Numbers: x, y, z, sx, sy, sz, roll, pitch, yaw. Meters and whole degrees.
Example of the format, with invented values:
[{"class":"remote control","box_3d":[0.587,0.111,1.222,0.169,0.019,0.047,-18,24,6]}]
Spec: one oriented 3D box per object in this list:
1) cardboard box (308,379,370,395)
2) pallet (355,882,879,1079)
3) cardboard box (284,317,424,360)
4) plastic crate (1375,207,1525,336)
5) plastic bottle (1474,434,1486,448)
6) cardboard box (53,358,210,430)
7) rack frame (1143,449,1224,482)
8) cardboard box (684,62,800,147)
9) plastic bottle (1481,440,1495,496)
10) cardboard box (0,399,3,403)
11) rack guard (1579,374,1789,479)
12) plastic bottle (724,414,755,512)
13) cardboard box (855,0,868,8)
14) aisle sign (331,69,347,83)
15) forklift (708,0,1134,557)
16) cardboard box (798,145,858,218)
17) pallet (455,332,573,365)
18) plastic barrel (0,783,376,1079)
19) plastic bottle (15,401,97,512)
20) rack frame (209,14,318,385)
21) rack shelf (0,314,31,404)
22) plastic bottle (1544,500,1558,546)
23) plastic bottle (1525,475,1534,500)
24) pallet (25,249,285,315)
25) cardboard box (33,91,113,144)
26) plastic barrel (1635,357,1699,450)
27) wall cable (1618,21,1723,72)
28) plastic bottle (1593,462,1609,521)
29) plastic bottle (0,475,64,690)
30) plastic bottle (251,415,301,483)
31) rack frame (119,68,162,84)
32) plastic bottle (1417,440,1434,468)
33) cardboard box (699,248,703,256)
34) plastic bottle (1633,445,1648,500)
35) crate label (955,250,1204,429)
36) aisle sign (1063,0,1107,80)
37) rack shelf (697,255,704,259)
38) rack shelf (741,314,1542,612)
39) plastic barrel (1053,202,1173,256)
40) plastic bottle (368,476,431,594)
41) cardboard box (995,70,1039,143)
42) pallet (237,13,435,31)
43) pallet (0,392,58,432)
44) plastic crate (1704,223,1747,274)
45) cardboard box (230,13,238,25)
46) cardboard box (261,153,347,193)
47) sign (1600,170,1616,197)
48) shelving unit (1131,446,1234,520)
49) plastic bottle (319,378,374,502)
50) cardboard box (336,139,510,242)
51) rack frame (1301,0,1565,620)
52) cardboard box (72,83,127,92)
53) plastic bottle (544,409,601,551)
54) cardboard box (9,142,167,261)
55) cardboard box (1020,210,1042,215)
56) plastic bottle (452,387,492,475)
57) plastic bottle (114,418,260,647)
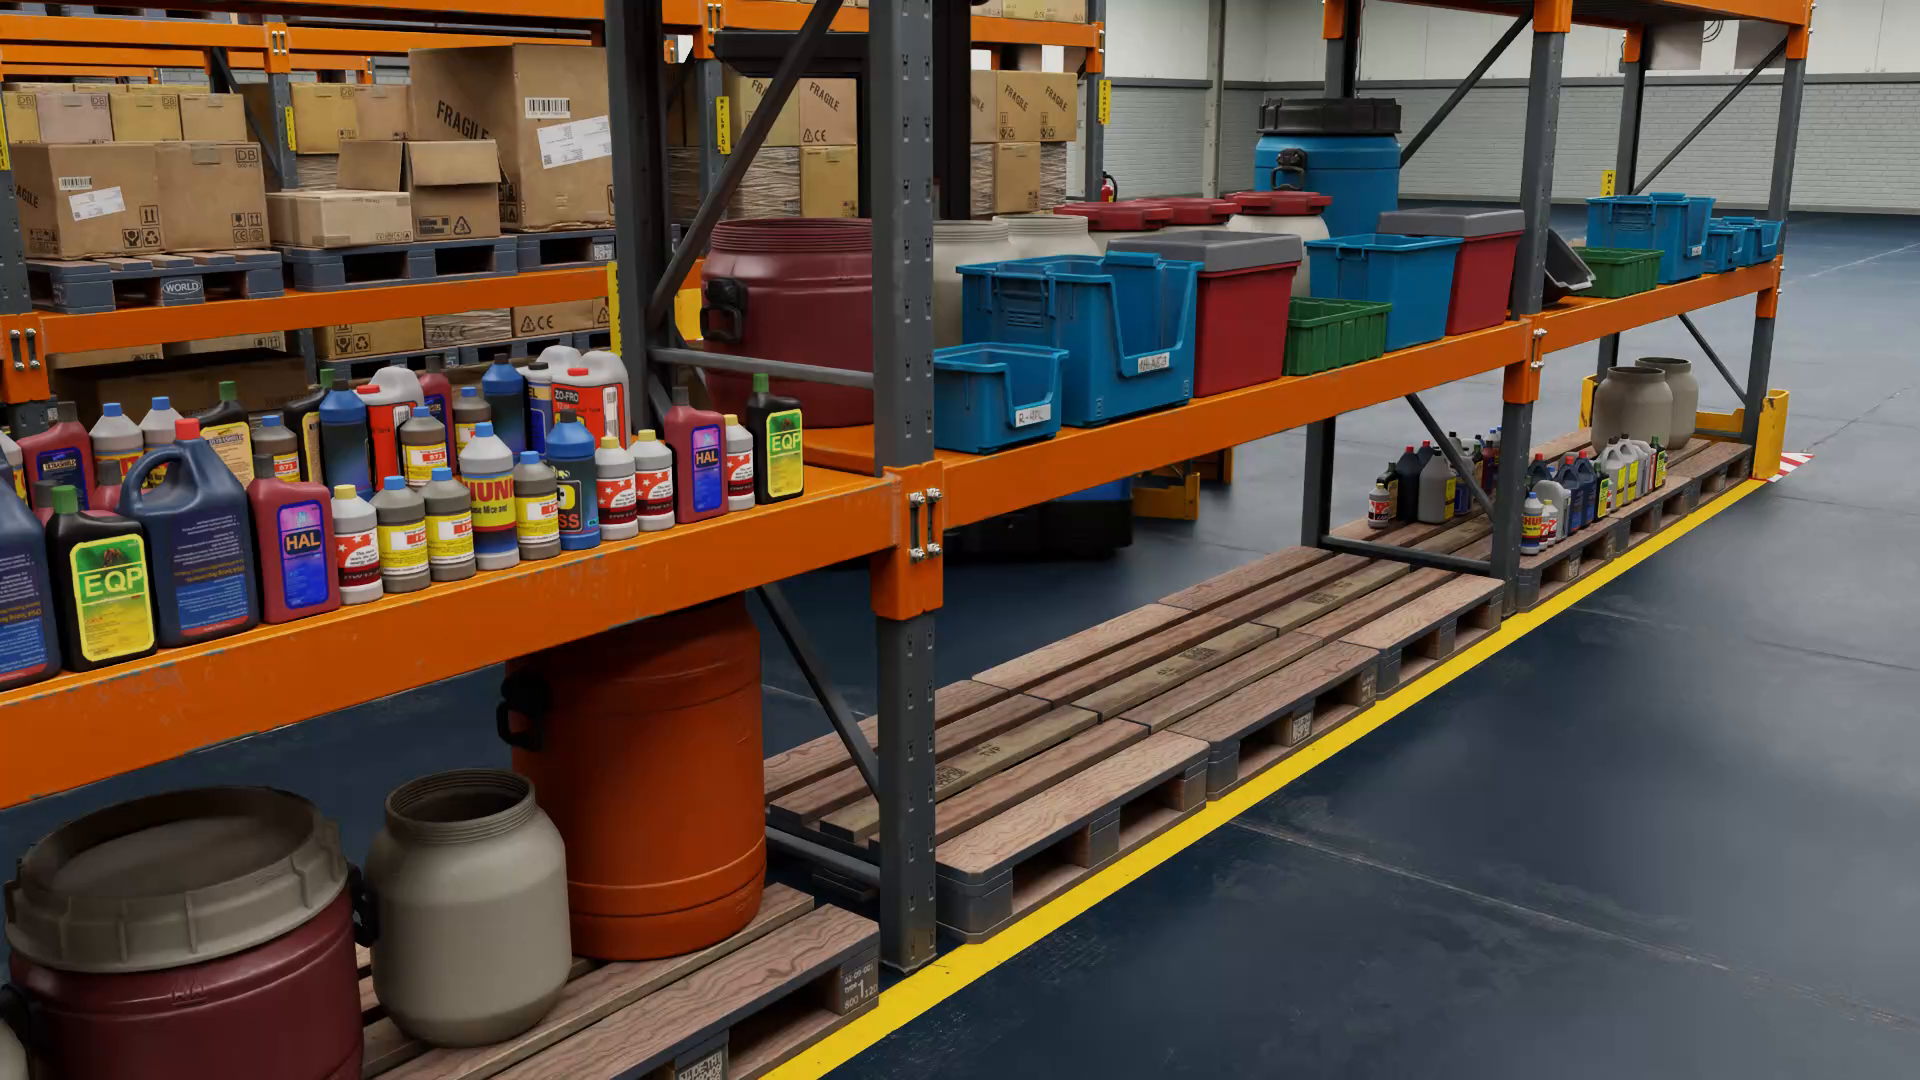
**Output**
[{"class":"cardboard box","box_3d":[-3.244,-0.546,8.863,0.700,0.500,0.500,13,19,42]},{"class":"pallet","box_3d":[-0.950,1.080,3.942,1.003,0.211,1.213,11,18,38]},{"class":"cardboard box","box_3d":[-5.170,-2.031,13.990,0.875,0.875,0.875,12,18,38]},{"class":"plastic crate","box_3d":[1.961,-1.086,6.674,0.402,0.464,0.583,11,18,38]},{"class":"plastic bottle","box_3d":[2.754,-0.429,8.867,0.097,0.271,0.097,0,14,0]},{"class":"cardboard box","box_3d":[-3.942,-0.693,7.920,0.500,0.250,0.500,12,19,40]},{"class":"rack frame","box_3d":[1.361,-1.101,9.912,0.500,1.500,0.032,5,15,19]},{"class":"cardboard box","box_3d":[-1.345,-2.685,10.263,0.500,0.500,0.500,11,18,38]},{"class":"plastic bottle","box_3d":[2.720,-0.372,8.619,0.061,0.283,0.133,11,18,38]},{"class":"cardboard box","box_3d":[-7.134,-1.366,11.623,1.050,0.750,0.750,12,18,38]},{"class":"rack guard","box_3d":[4.530,-0.727,10.471,1.175,0.500,0.348,11,18,38]},{"class":"plastic bottle","box_3d":[-0.496,-0.170,3.602,0.097,0.201,0.097,0,14,0]},{"class":"cardboard box","box_3d":[-0.694,-3.584,10.853,0.500,0.250,0.500,10,18,35]},{"class":"aisle sign","box_3d":[-7.222,-5.581,19.218,0.394,0.787,0.004,11,18,38]},{"class":"forklift","box_3d":[-0.687,-1.410,8.220,3.031,2.935,1.130,-1,14,-5]},{"class":"cardboard box","box_3d":[-1.153,-2.321,10.859,0.875,0.500,0.500,11,18,38]},{"class":"pallet","box_3d":[-4.314,-1.765,15.141,1.003,0.211,1.213,11,18,38]},{"class":"plastic barrel","box_3d":[-1.491,0.849,3.233,0.600,0.588,0.708,11,18,38]},{"class":"plastic bottle","box_3d":[-1.772,-0.125,3.260,0.061,0.283,0.133,11,18,38]},{"class":"rack frame","box_3d":[-5.620,-2.748,13.348,1.000,3.000,0.127,11,18,38]},{"class":"rack shelf","box_3d":[-5.596,-0.463,5.816,1.077,0.370,4.000,11,18,38]},{"class":"plastic bottle","box_3d":[2.696,-0.084,7.650,0.097,0.201,0.097,0,14,0]},{"class":"plastic bottle","box_3d":[2.667,-0.167,7.812,0.061,0.283,0.133,11,18,38]},{"class":"pallet","box_3d":[-3.974,-1.255,7.861,1.213,0.211,1.003,11,18,38]},{"class":"cardboard box","box_3d":[-6.567,-2.990,12.065,0.700,0.500,0.500,11,18,38]},{"class":"plastic barrel","box_3d":[4.187,-0.821,9.961,0.421,0.512,0.421,0,14,0]},{"class":"wall cable","box_3d":[17.088,-14.223,39.426,2.305,6.003,0.169,11,18,38]},{"class":"plastic bottle","box_3d":[3.112,-0.243,8.111,0.061,0.283,0.133,12,19,40]},{"class":"plastic bottle","box_3d":[-1.460,0.043,2.463,0.144,0.351,0.185,11,18,38]},{"class":"plastic bottle","box_3d":[-1.479,-0.167,3.593,0.097,0.201,0.097,0,14,0]},{"class":"rack frame","box_3d":[-10.882,-5.028,22.324,1.000,3.000,0.127,11,18,38]},{"class":"plastic bottle","box_3d":[2.328,-0.329,8.311,0.144,0.351,0.185,10,17,35]},{"class":"cardboard box","box_3d":[-1.456,-1.834,10.260,0.380,0.149,0.250,11,18,38]},{"class":"plastic bottle","box_3d":[3.461,-0.364,8.601,0.152,0.276,0.135,11,18,36]},{"class":"crate label","box_3d":[0.348,-0.594,4.798,0.502,0.435,0.616,11,18,38]},{"class":"aisle sign","box_3d":[0.961,-3.953,12.810,0.394,0.787,0.004,11,18,38]},{"class":"rack shelf","box_3d":[-0.568,-1.995,11.847,1.077,0.370,4.000,11,18,38]},{"class":"rack shelf","box_3d":[0.770,-0.463,5.814,1.077,0.370,4.000,11,18,38]},{"class":"plastic barrel","box_3d":[0.522,-0.888,5.750,0.433,0.535,0.433,0,14,0]},{"class":"plastic bottle","box_3d":[-1.008,-0.014,2.987,0.097,0.201,0.097,0,14,0]},{"class":"cardboard box","box_3d":[0.225,-3.164,12.148,0.500,0.500,0.500,11,18,38]},{"class":"pallet","box_3d":[-5.097,-4.314,13.600,1.003,0.211,1.213,11,18,38]},{"class":"pallet","box_3d":[-6.813,-1.002,12.140,1.003,0.211,1.213,11,18,38]},{"class":"plastic crate","box_3d":[4.047,-1.623,9.221,0.499,0.251,0.408,11,18,38]},{"class":"cardboard box","box_3d":[-7.771,-5.450,17.593,0.500,0.250,0.500,12,18,39]},{"class":"cardboard box","box_3d":[-5.397,-2.893,13.615,0.875,0.550,0.550,11,18,38]},{"class":"sign","box_3d":[4.116,-2.181,10.553,0.100,0.325,0.005,11,18,38]},{"class":"shelving unit","box_3d":[1.187,-0.981,9.440,0.587,1.500,1.083,5,15,19]},{"class":"plastic bottle","box_3d":[-1.348,-0.217,3.648,0.097,0.271,0.097,0,14,0]},{"class":"cardboard box","box_3d":[-2.843,-1.868,8.823,0.797,0.503,0.637,14,20,43]},{"class":"rack frame","box_3d":[2.027,-1.195,7.233,1.000,3.000,0.127,11,18,38]},{"class":"cardboard box","box_3d":[-8.750,-4.317,16.687,0.700,0.500,0.500,11,18,38]},{"class":"plastic bottle","box_3d":[-0.764,-0.122,3.272,0.097,0.271,0.097,0,14,0]},{"class":"cardboard box","box_3d":[-4.031,-1.557,7.603,0.500,0.500,0.500,9,17,31]},{"class":"cardboard box","box_3d":[0.395,-2.415,12.548,0.380,0.149,0.250,11,18,38]},{"class":"plastic bottle","box_3d":[-1.166,-0.263,3.969,0.097,0.201,0.097,0,14,0]},{"class":"plastic bottle","box_3d":[-1.260,-0.018,2.703,0.144,0.351,0.185,11,18,38]}]
